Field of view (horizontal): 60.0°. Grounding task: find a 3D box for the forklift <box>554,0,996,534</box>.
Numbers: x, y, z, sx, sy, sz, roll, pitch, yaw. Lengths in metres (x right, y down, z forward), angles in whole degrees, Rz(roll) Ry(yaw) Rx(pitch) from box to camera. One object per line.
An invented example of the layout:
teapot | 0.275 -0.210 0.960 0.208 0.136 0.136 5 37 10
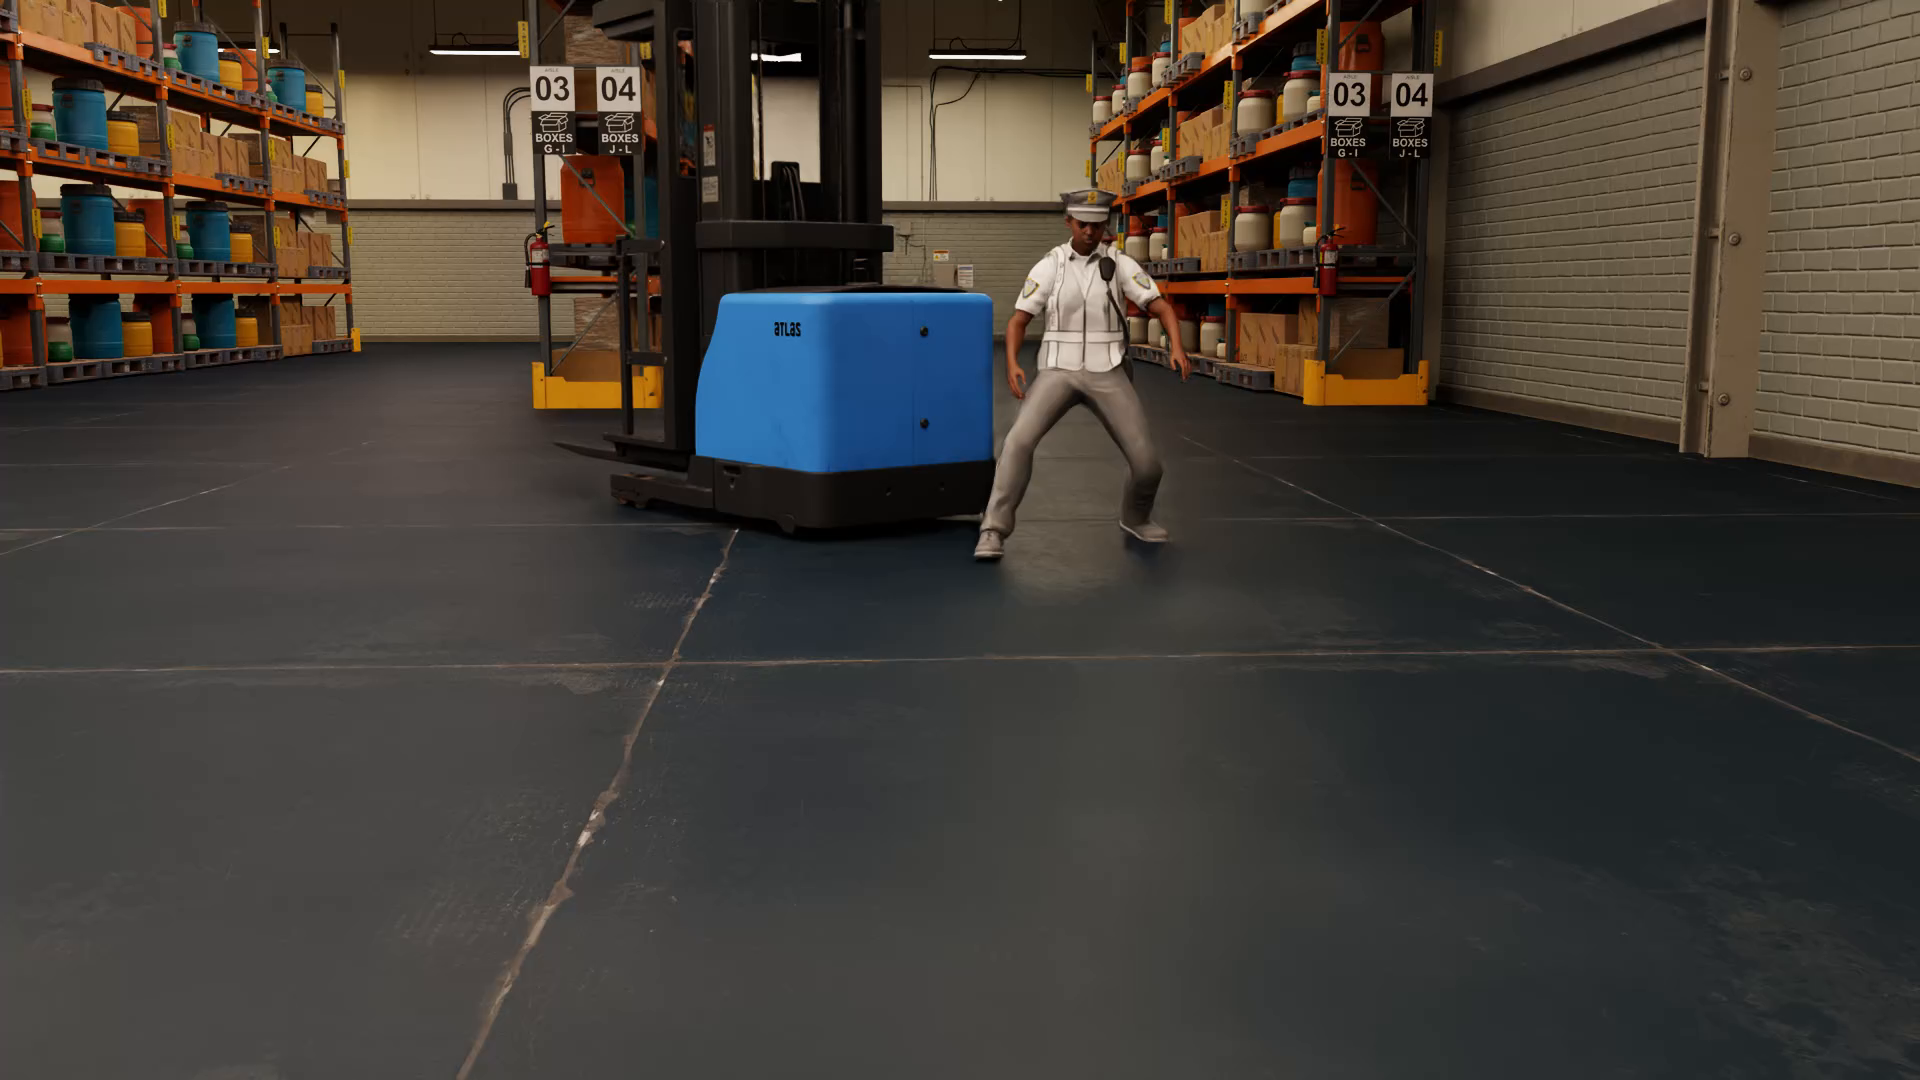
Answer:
forklift | -1.137 -1.645 8.408 1.130 2.935 3.031 -7 11 -38

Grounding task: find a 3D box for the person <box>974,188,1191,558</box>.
person | 0.513 -0.701 6.955 0.881 1.525 0.869 0 8 3
